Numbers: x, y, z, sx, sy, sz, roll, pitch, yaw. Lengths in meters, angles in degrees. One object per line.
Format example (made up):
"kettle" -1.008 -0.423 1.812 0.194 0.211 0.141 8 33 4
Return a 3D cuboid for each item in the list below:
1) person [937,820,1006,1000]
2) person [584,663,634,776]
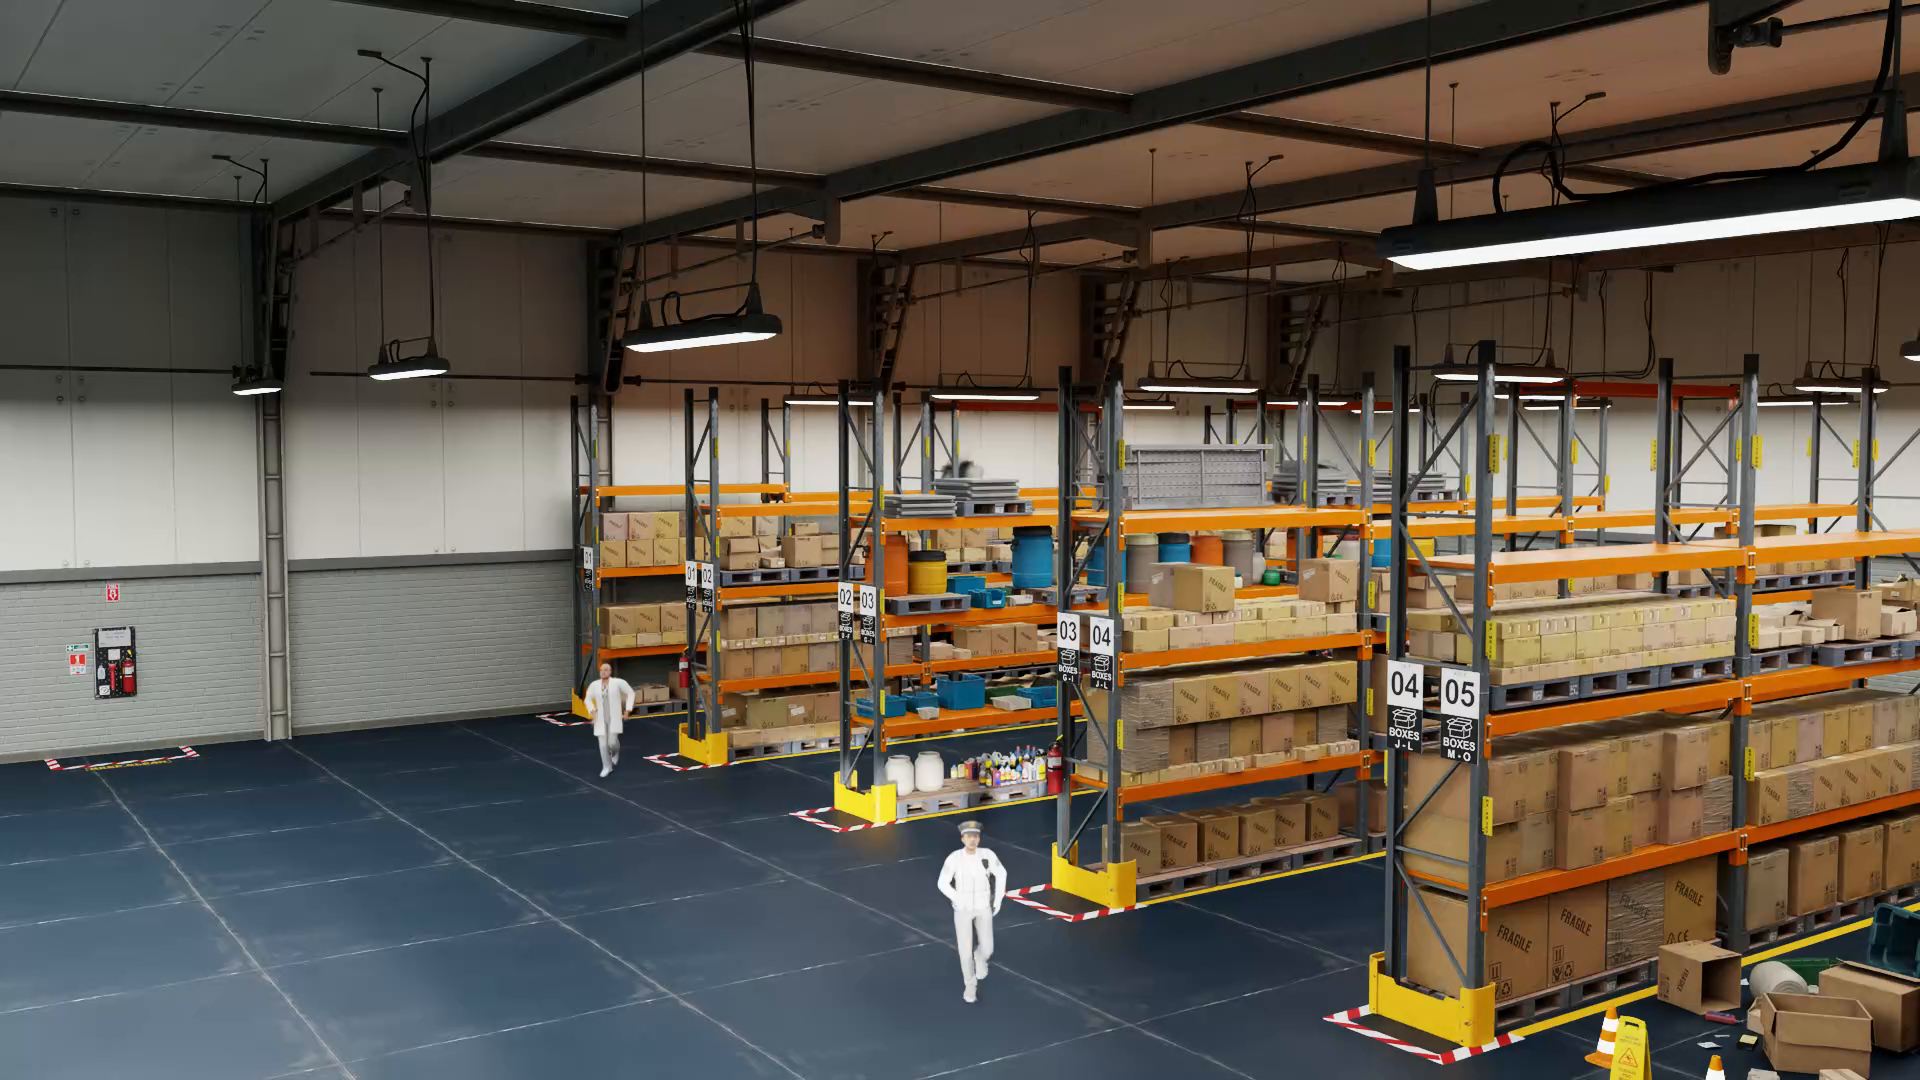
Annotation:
"person" 0.123 3.413 15.363 0.658 1.666 0.538 0 3 -6
"person" -5.411 2.767 25.606 0.741 1.745 0.697 0 3 1
